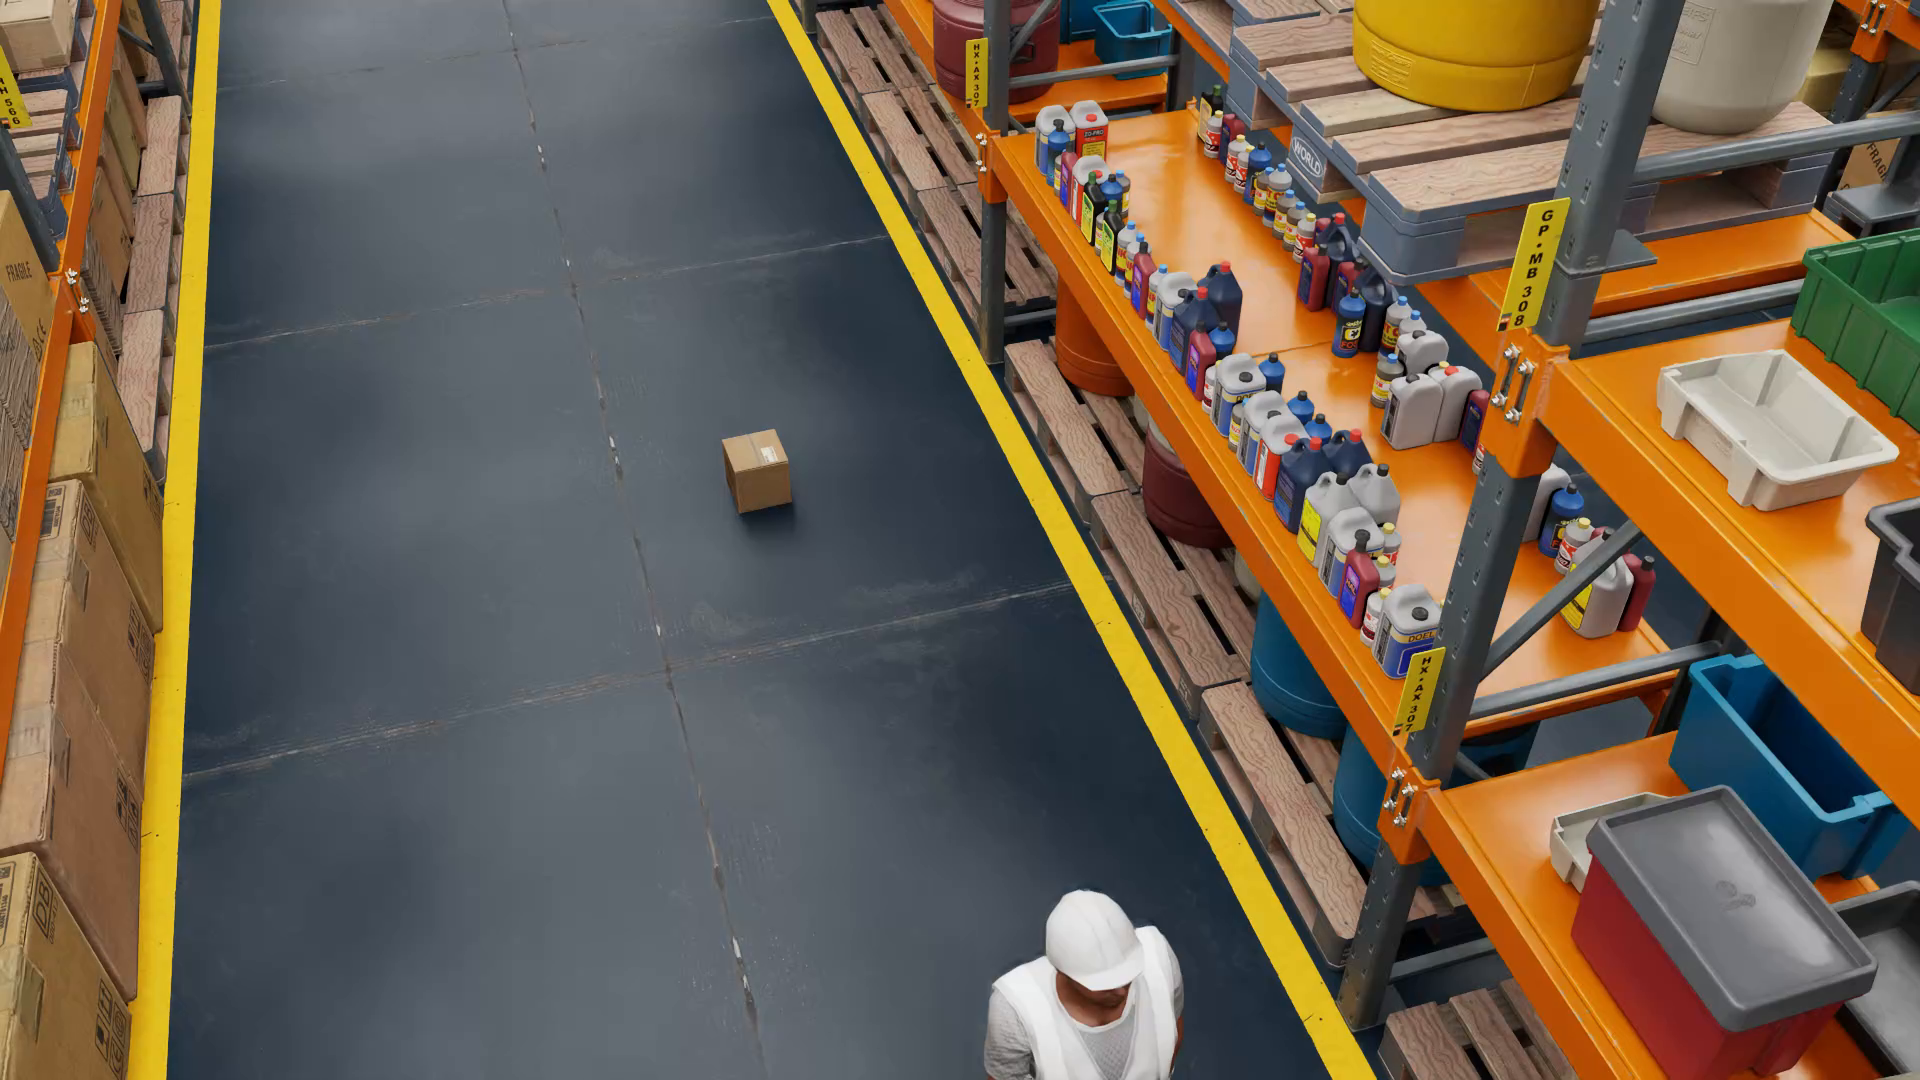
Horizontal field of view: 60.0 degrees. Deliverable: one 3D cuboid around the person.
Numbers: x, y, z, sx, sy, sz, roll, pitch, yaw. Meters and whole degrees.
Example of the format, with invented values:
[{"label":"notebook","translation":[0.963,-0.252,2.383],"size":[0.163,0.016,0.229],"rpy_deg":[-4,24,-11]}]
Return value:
[{"label":"person","translation":[0.328,1.488,4.402],"size":[0.560,1.712,0.481],"rpy_deg":[-13,44,-14]}]
